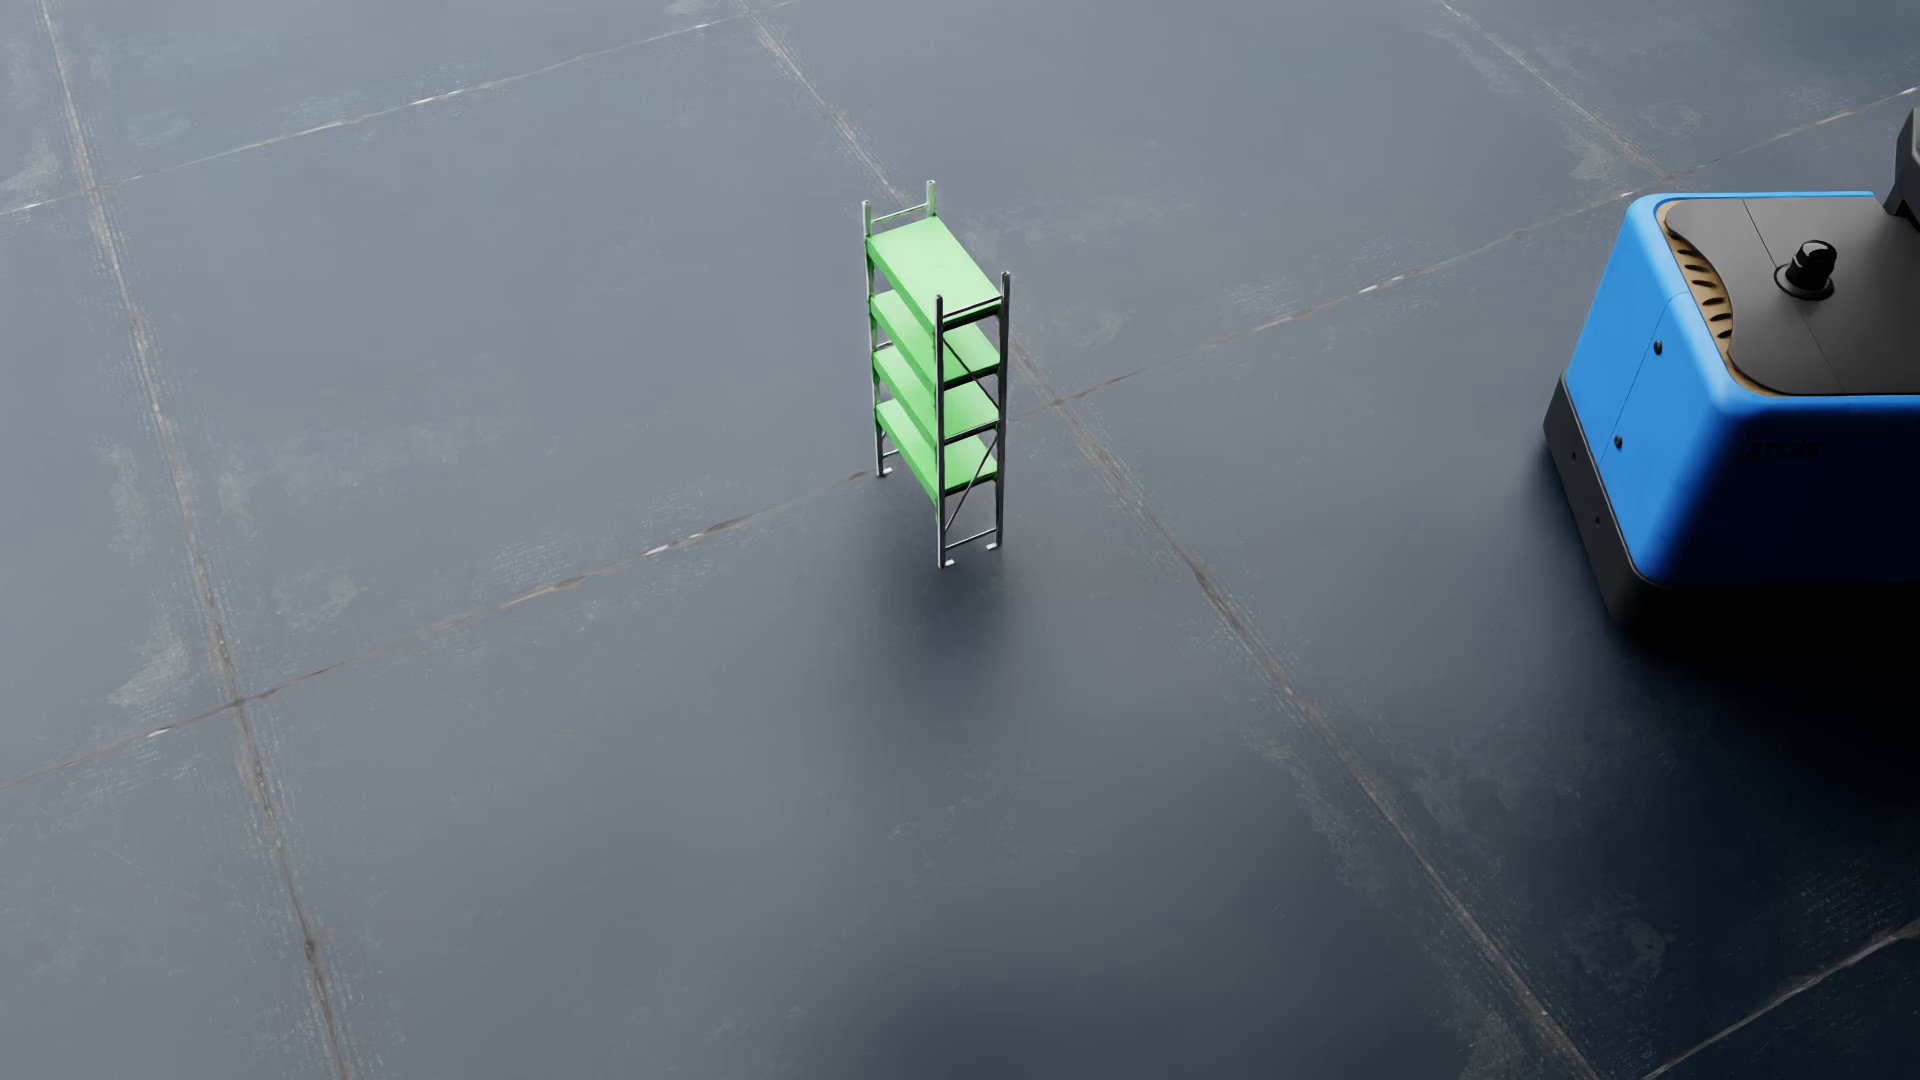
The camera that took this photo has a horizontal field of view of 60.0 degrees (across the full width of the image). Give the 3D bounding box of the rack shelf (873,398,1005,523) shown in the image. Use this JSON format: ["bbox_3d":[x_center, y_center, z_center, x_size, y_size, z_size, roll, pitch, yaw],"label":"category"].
[{"bbox_3d":[-0.076,-0.306,5.624,0.258,0.148,0.480,-21,52,-18],"label":"rack shelf"}]

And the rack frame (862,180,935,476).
[{"bbox_3d":[-0.187,-0.669,5.538,0.240,1.200,0.015,-21,52,-18],"label":"rack frame"}]

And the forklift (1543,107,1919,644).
[{"bbox_3d":[3.630,-1.022,4.697,3.031,2.935,1.130,-1,49,-1],"label":"forklift"}]

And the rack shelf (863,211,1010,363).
[{"bbox_3d":[-0.076,-0.780,5.082,0.258,0.148,0.480,-21,52,-18],"label":"rack shelf"}]

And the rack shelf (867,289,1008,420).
[{"bbox_3d":[-0.076,-0.622,5.263,0.258,0.148,0.480,-21,52,-18],"label":"rack shelf"}]

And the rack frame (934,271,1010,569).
[{"bbox_3d":[0.036,-0.342,5.252,0.240,1.200,0.015,-21,52,-18],"label":"rack frame"}]

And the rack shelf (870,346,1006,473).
[{"bbox_3d":[-0.076,-0.464,5.443,0.258,0.148,0.480,-21,52,-18],"label":"rack shelf"}]

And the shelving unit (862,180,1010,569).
[{"bbox_3d":[-0.076,-0.506,5.395,0.258,1.200,0.503,-21,52,-18],"label":"shelving unit"}]
